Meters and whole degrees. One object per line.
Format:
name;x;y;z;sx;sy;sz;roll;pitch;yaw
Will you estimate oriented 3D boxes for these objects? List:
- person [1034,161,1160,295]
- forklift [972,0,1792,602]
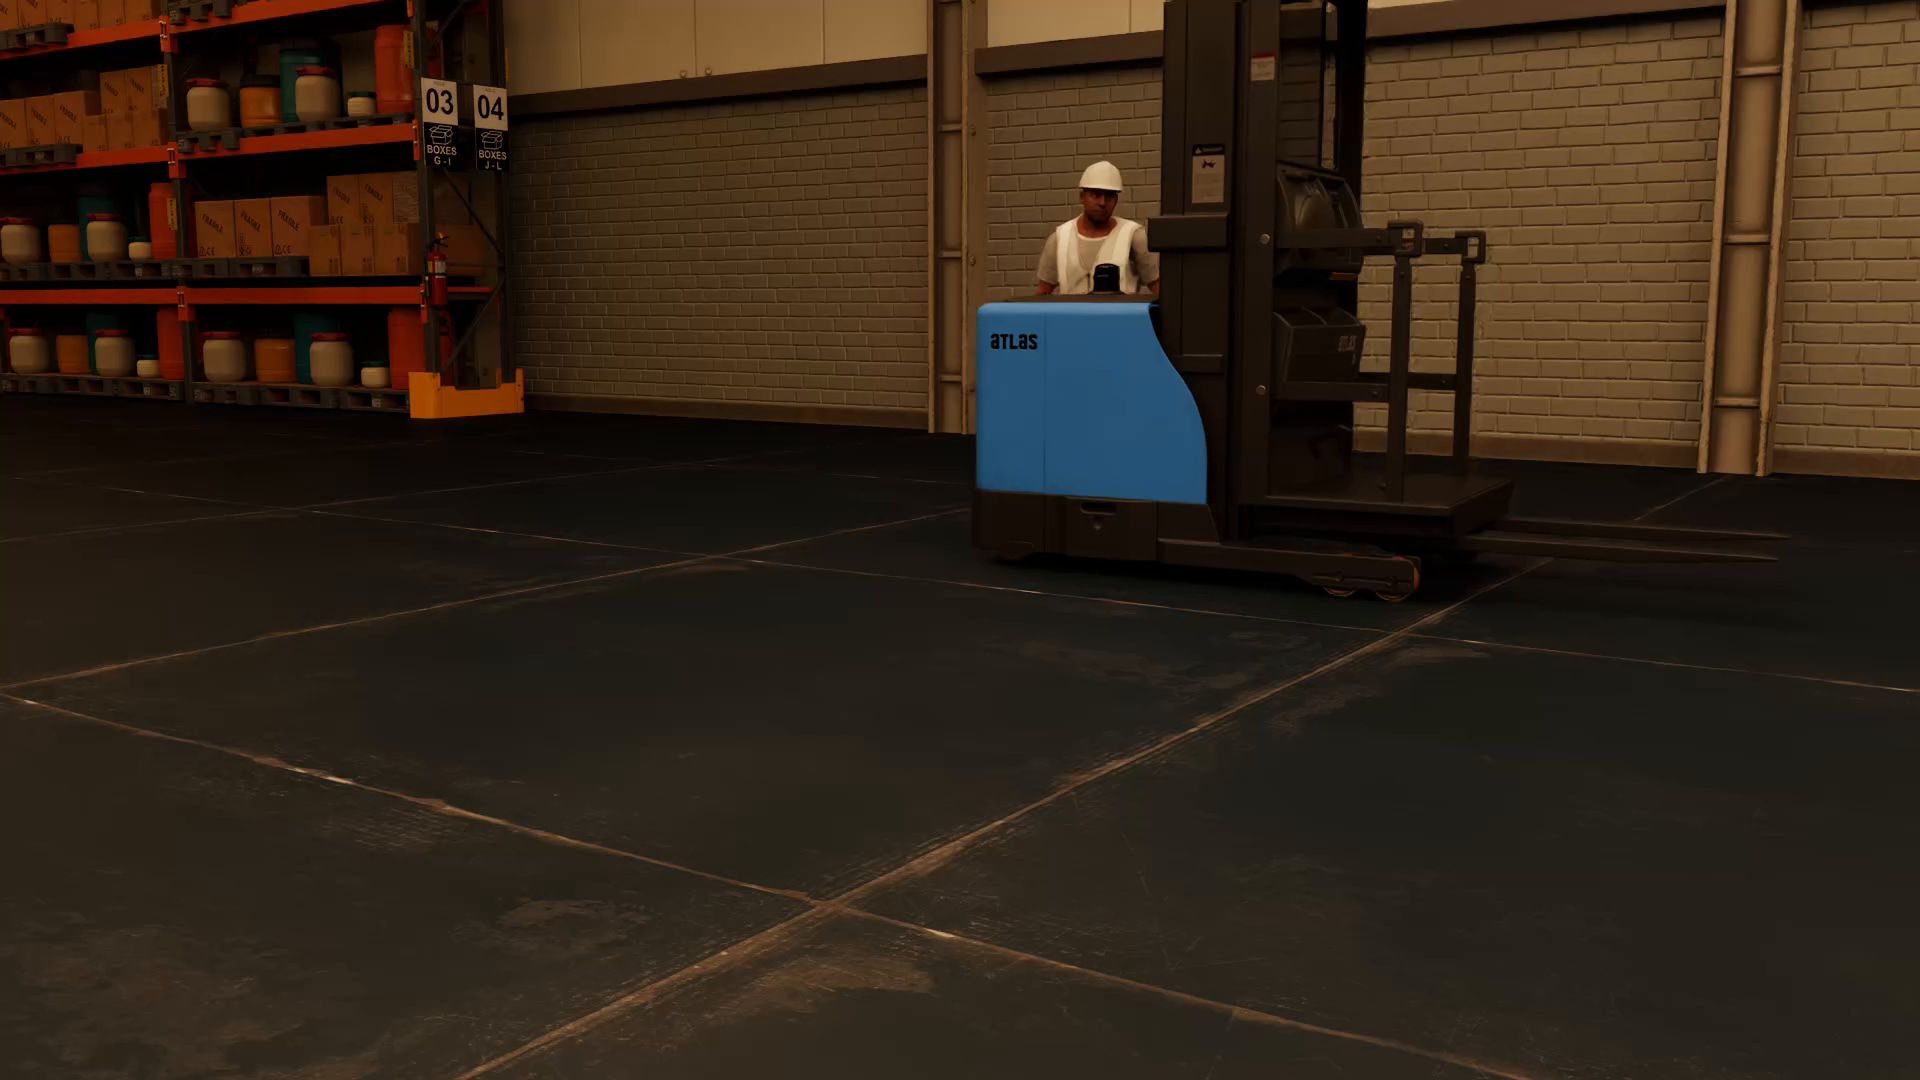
person;0.690;-0.954;8.127;0.877;1.746;0.440;3;9;19
forklift;1.586;-1.311;6.413;3.031;2.935;1.130;5;9;29
